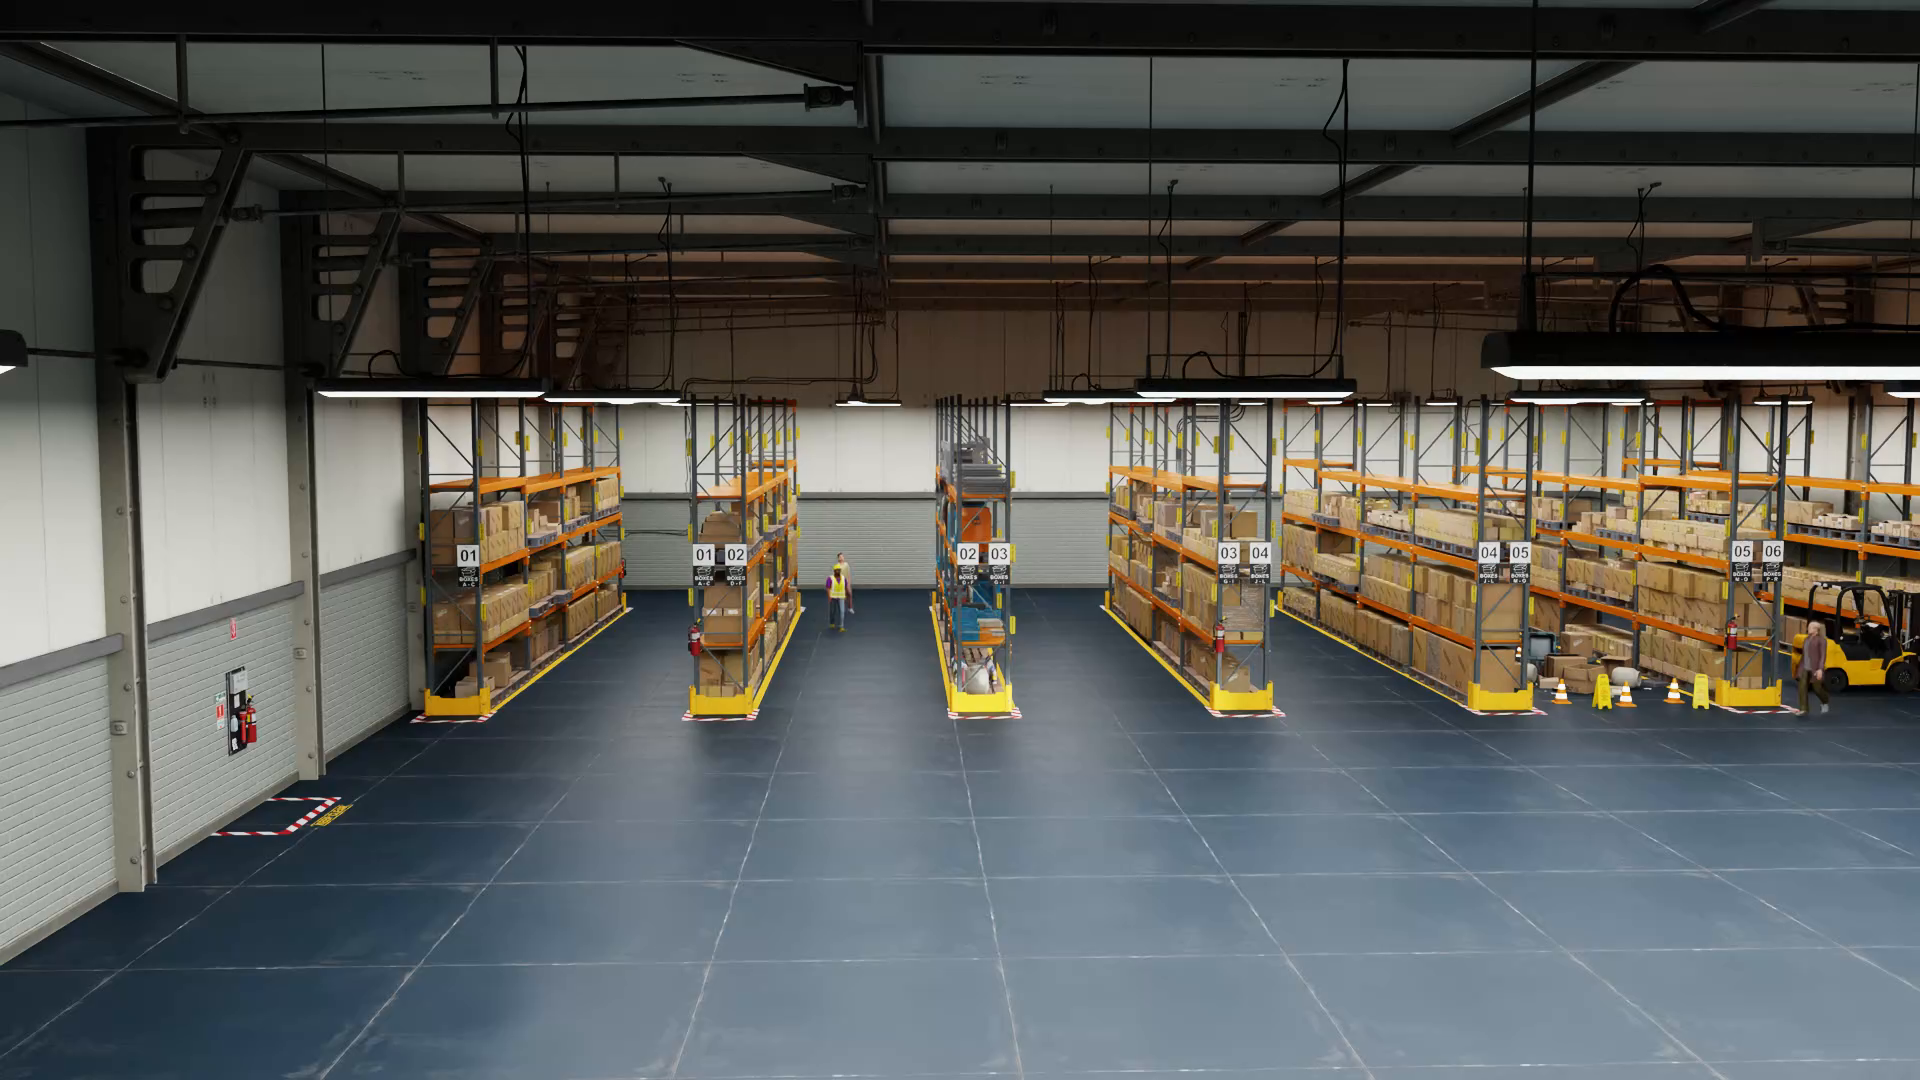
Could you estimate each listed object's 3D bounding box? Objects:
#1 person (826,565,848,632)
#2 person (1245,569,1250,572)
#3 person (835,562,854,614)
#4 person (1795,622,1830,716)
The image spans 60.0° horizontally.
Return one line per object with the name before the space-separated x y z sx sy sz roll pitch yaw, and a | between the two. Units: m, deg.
person | -3.152 1.493 42.812 0.594 1.724 1.028 -1 5 -10
person | 8.058 1.091 47.548 0.589 1.765 0.557 1 5 16
person | -3.294 1.342 46.839 0.490 1.424 0.677 -2 5 -20
person | 15.892 2.395 30.955 0.857 1.759 0.533 -4 6 -39
